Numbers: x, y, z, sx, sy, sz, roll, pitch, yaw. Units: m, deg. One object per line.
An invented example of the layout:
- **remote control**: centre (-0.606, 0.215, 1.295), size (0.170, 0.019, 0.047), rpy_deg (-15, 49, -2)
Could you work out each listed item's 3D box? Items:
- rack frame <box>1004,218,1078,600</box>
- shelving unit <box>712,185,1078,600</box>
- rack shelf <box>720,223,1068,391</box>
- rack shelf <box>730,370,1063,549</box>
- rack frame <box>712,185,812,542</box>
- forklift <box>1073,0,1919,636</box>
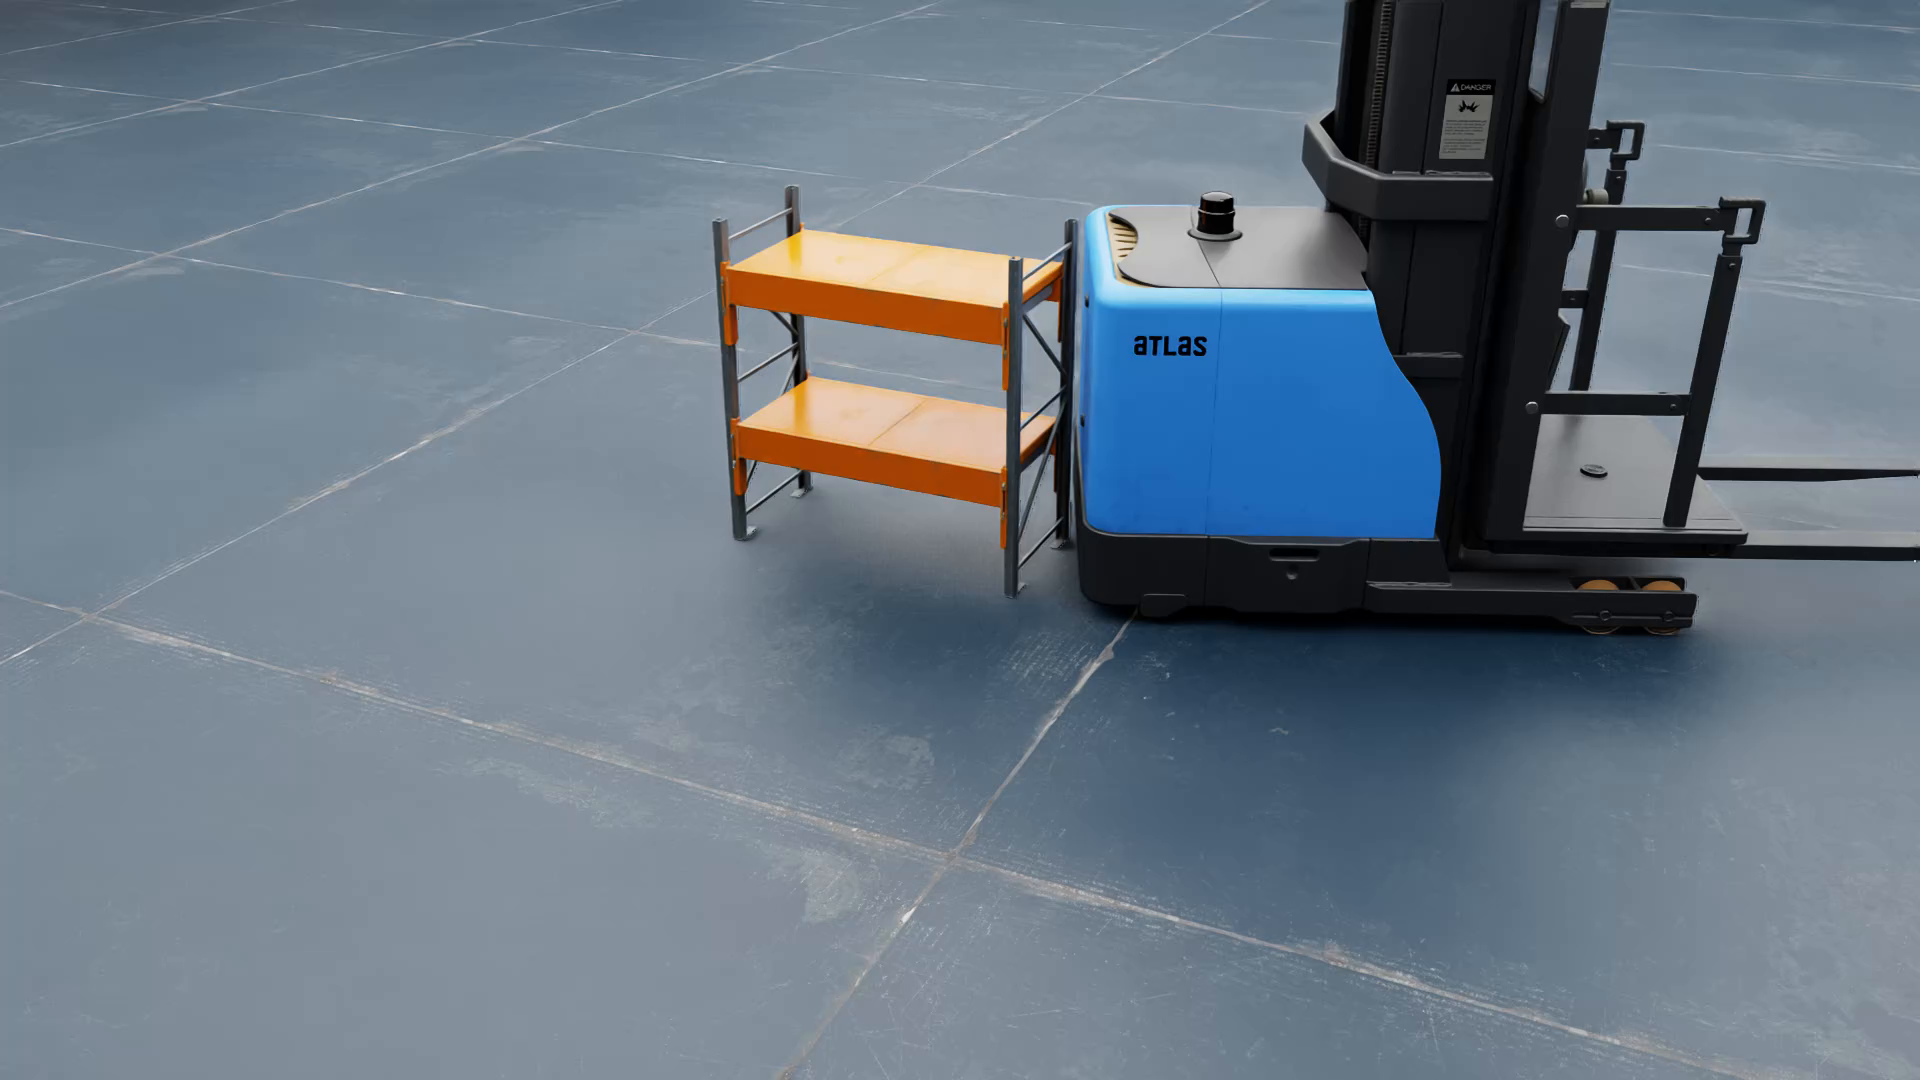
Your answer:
- **rack frame**: centre (0.259, -0.416, 5.322), size (0.032, 1.125, 0.500), rpy_deg (11, 28, 22)
- **shelving unit**: centre (-0.204, -0.509, 5.511), size (1.048, 1.125, 0.538), rpy_deg (11, 28, 22)
- **rack shelf**: centre (-0.204, -0.772, 5.381), size (1.000, 0.278, 0.538), rpy_deg (11, 28, 22)
- **rack shelf**: centre (-0.204, -0.290, 5.619), size (1.000, 0.278, 0.538), rpy_deg (11, 28, 22)
- **rack frame**: centre (-0.666, -0.602, 5.700), size (0.032, 1.125, 0.500), rpy_deg (11, 28, 22)
- **forklift**: centre (1.910, -1.259, 4.989), size (3.031, 2.935, 1.130), rpy_deg (1, 26, 2)
